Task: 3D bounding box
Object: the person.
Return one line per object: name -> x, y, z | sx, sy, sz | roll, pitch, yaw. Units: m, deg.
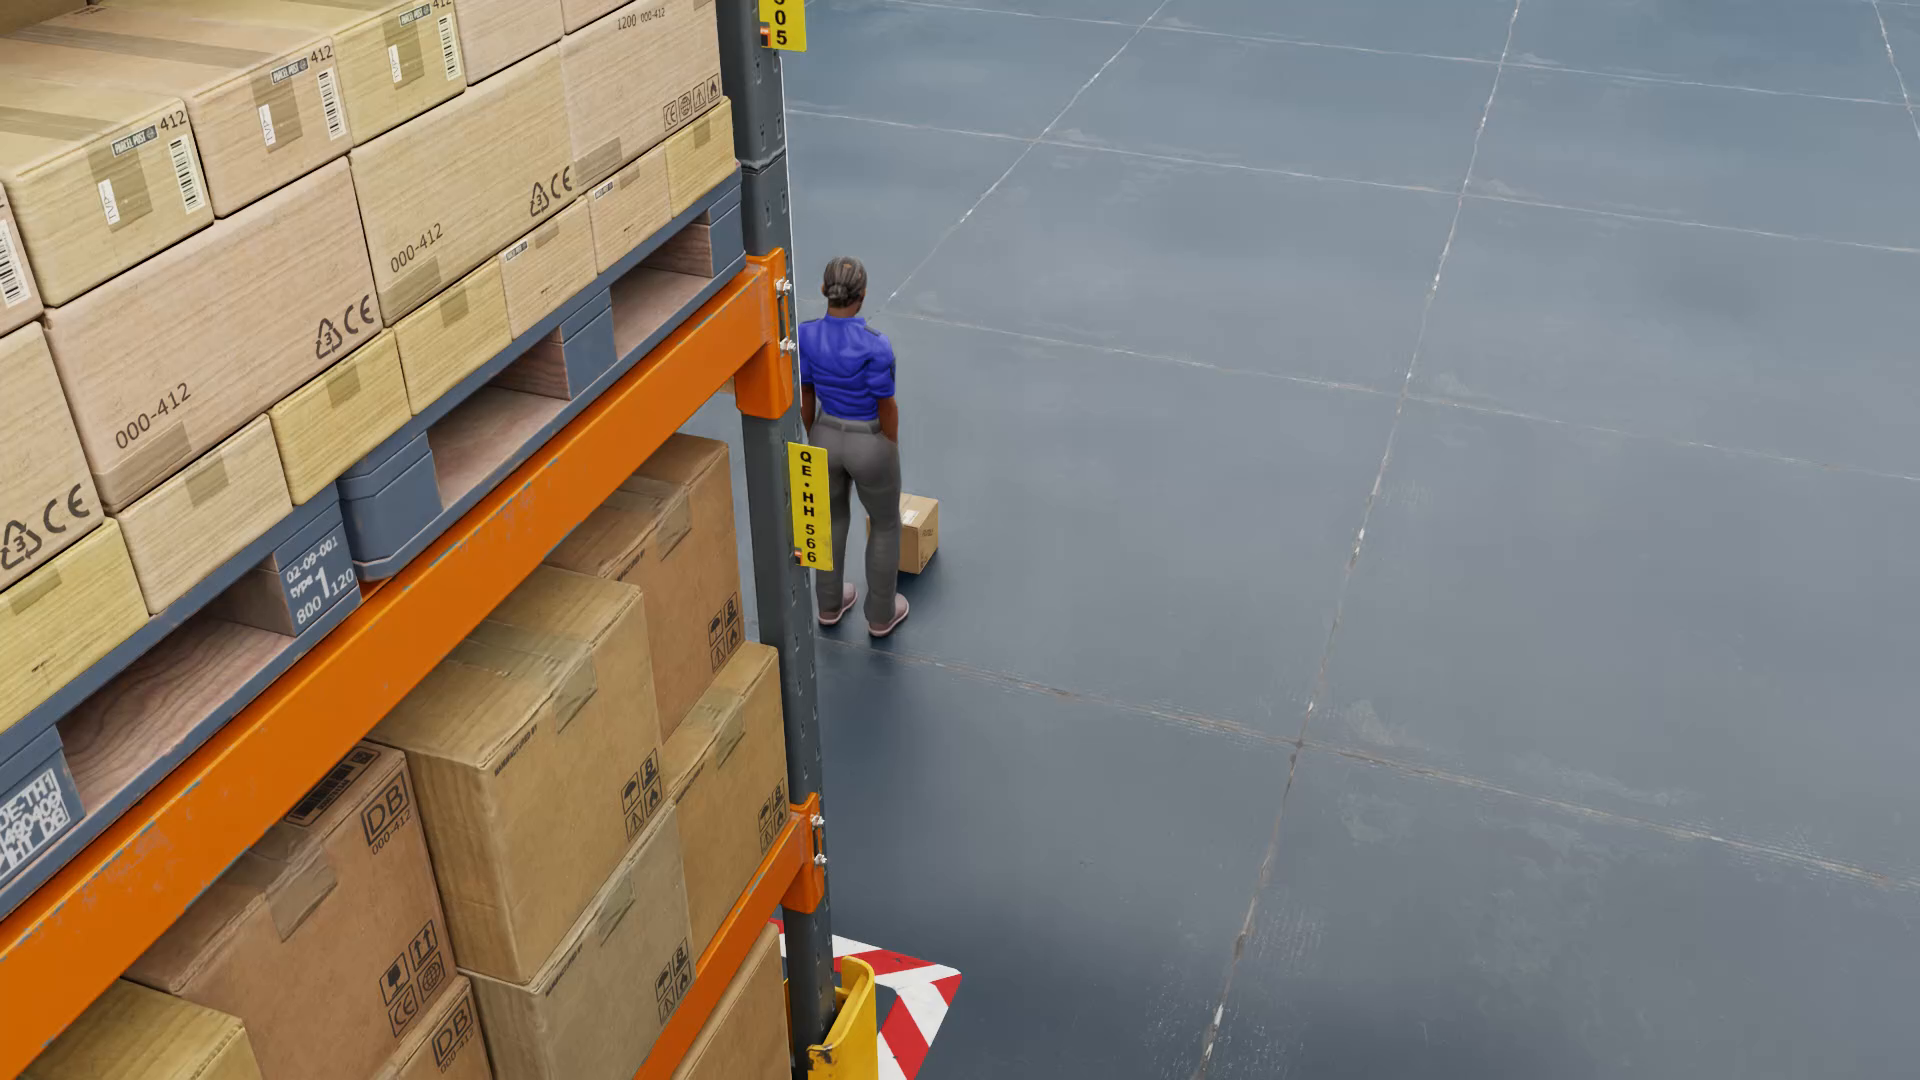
person -> -0.445, -0.364, 6.715 | 0.441, 1.646, 0.309 | 12, 35, 17
